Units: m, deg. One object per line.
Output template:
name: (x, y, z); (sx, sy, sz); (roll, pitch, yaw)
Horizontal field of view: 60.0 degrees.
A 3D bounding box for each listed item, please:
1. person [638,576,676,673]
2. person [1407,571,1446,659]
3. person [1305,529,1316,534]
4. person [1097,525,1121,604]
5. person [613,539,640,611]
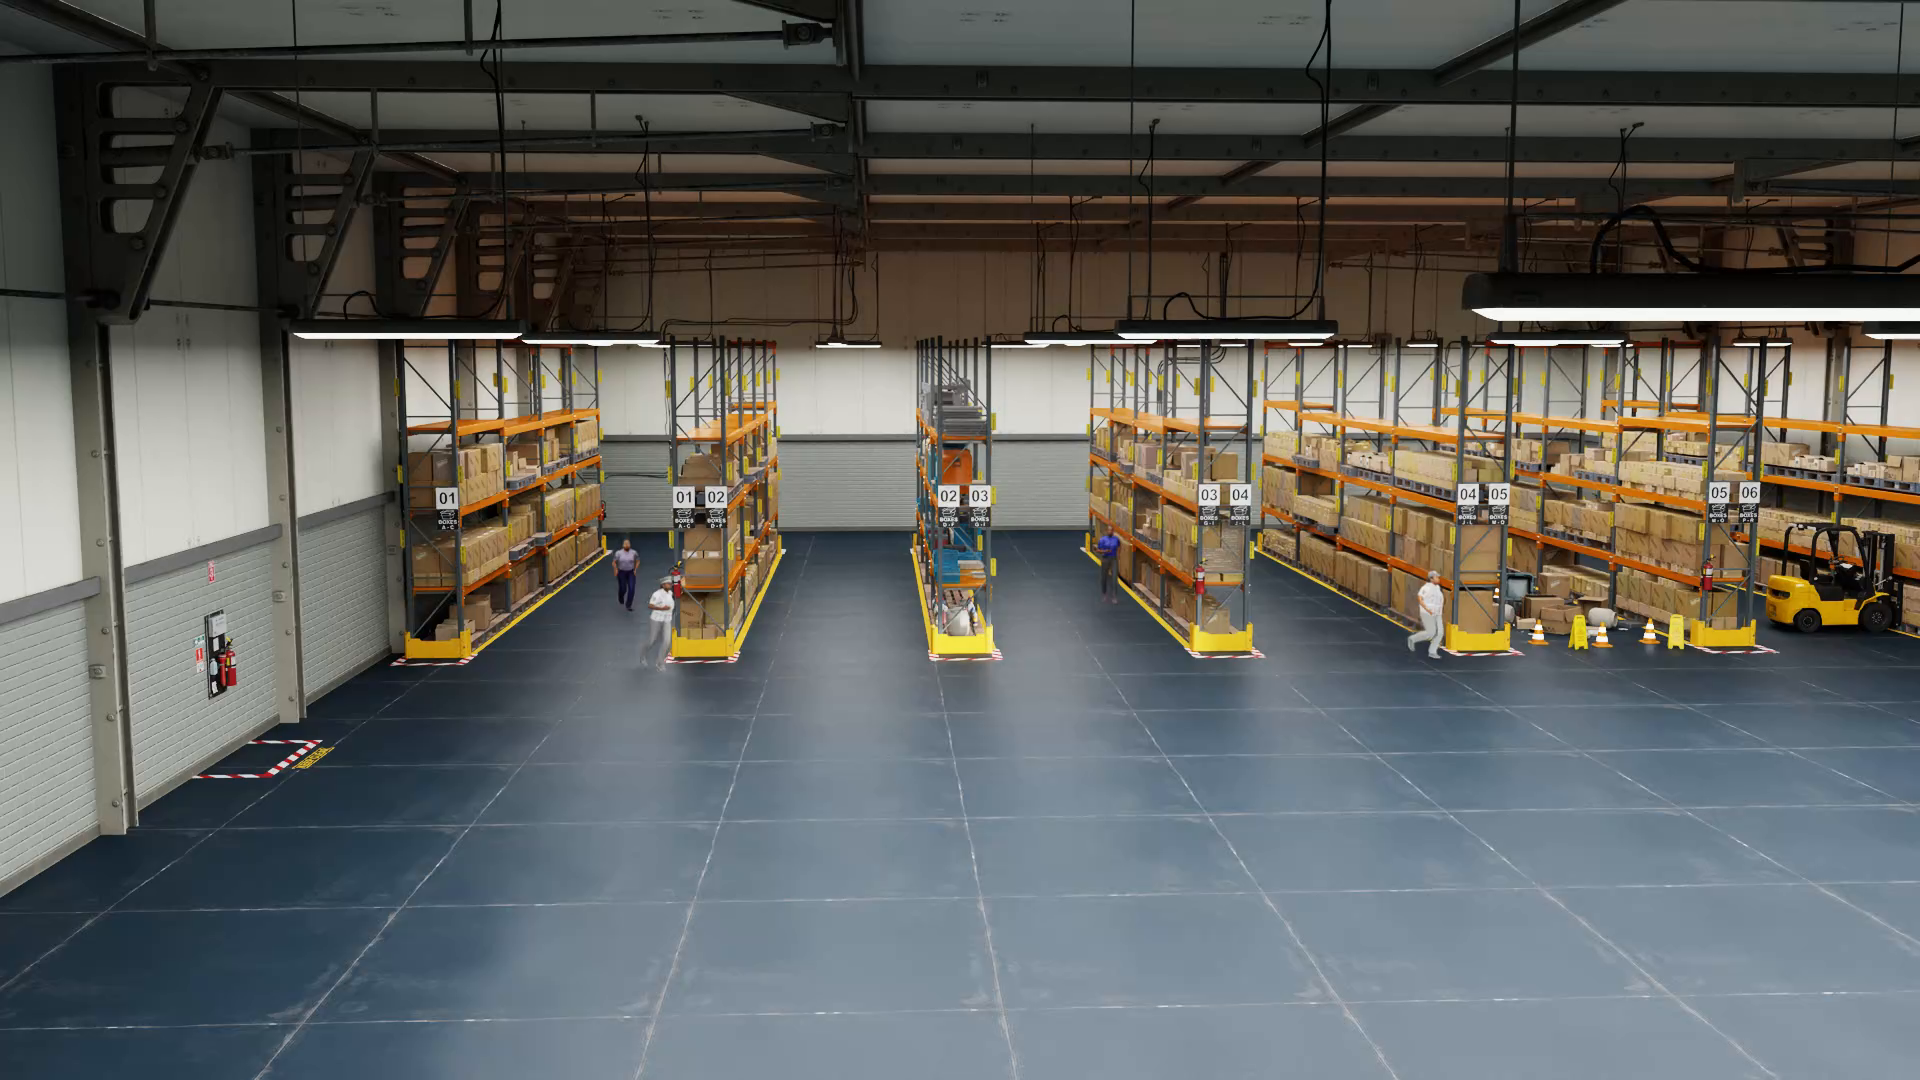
person: (-5.394, 1.489, 30.057); (0.615, 1.702, 0.806); (-6, 9, -41)
person: (8.850, 1.387, 31.267); (0.671, 1.614, 0.682); (-6, 9, -44)
person: (10.374, -0.691, 48.867); (0.632, 1.730, 0.689); (-1, 7, -5)
person: (3.225, 0.528, 35.807); (0.575, 1.708, 0.842); (-1, 7, -6)
person: (-7.374, 0.766, 36.790); (0.594, 1.598, 0.585); (-2, 7, -18)
